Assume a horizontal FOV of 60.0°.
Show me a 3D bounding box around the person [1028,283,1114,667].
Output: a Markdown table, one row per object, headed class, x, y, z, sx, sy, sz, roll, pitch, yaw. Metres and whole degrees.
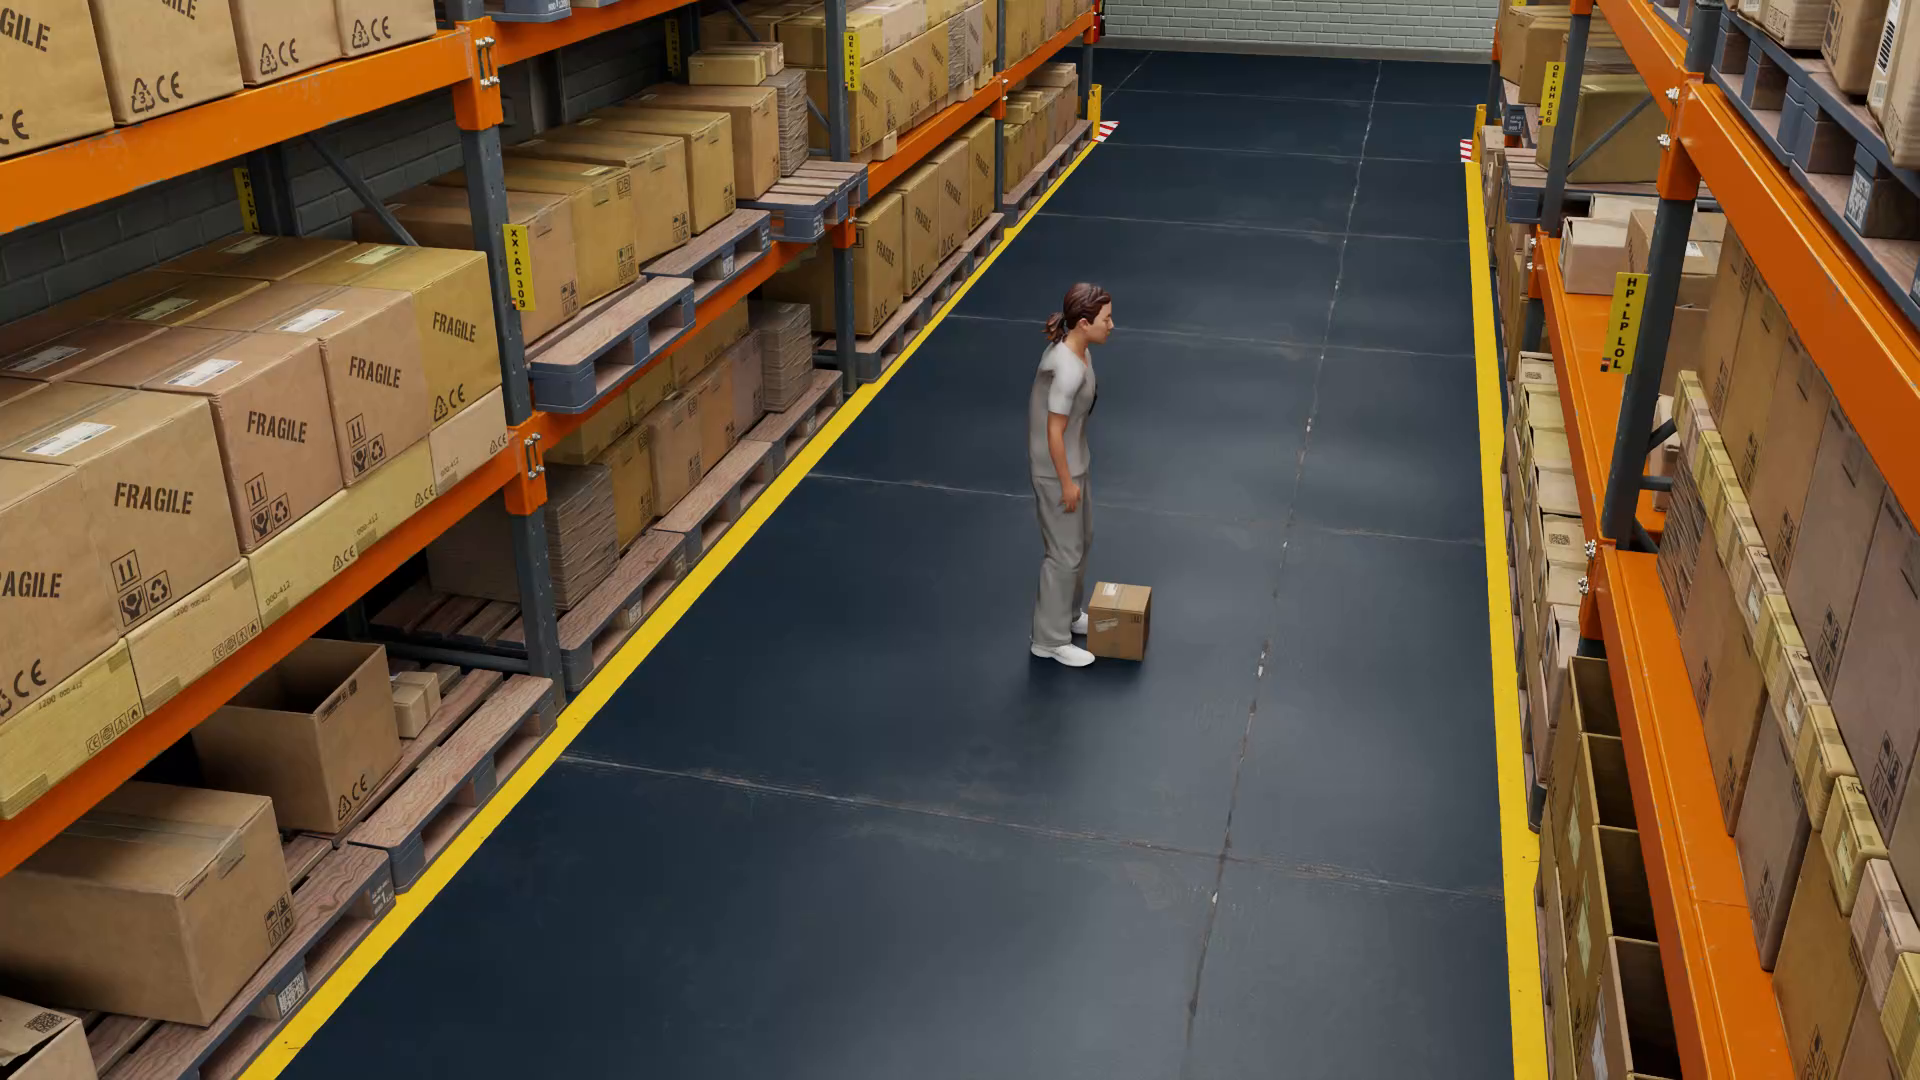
| class | x | y | z | sx | sy | sz | roll | pitch | yaw |
| --- | --- | --- | --- | --- | --- | --- | --- | --- | --- |
| person | 0.475 | -0.301 | 7.245 | 0.362 | 1.671 | 0.511 | 5 | 26 | 10 |
